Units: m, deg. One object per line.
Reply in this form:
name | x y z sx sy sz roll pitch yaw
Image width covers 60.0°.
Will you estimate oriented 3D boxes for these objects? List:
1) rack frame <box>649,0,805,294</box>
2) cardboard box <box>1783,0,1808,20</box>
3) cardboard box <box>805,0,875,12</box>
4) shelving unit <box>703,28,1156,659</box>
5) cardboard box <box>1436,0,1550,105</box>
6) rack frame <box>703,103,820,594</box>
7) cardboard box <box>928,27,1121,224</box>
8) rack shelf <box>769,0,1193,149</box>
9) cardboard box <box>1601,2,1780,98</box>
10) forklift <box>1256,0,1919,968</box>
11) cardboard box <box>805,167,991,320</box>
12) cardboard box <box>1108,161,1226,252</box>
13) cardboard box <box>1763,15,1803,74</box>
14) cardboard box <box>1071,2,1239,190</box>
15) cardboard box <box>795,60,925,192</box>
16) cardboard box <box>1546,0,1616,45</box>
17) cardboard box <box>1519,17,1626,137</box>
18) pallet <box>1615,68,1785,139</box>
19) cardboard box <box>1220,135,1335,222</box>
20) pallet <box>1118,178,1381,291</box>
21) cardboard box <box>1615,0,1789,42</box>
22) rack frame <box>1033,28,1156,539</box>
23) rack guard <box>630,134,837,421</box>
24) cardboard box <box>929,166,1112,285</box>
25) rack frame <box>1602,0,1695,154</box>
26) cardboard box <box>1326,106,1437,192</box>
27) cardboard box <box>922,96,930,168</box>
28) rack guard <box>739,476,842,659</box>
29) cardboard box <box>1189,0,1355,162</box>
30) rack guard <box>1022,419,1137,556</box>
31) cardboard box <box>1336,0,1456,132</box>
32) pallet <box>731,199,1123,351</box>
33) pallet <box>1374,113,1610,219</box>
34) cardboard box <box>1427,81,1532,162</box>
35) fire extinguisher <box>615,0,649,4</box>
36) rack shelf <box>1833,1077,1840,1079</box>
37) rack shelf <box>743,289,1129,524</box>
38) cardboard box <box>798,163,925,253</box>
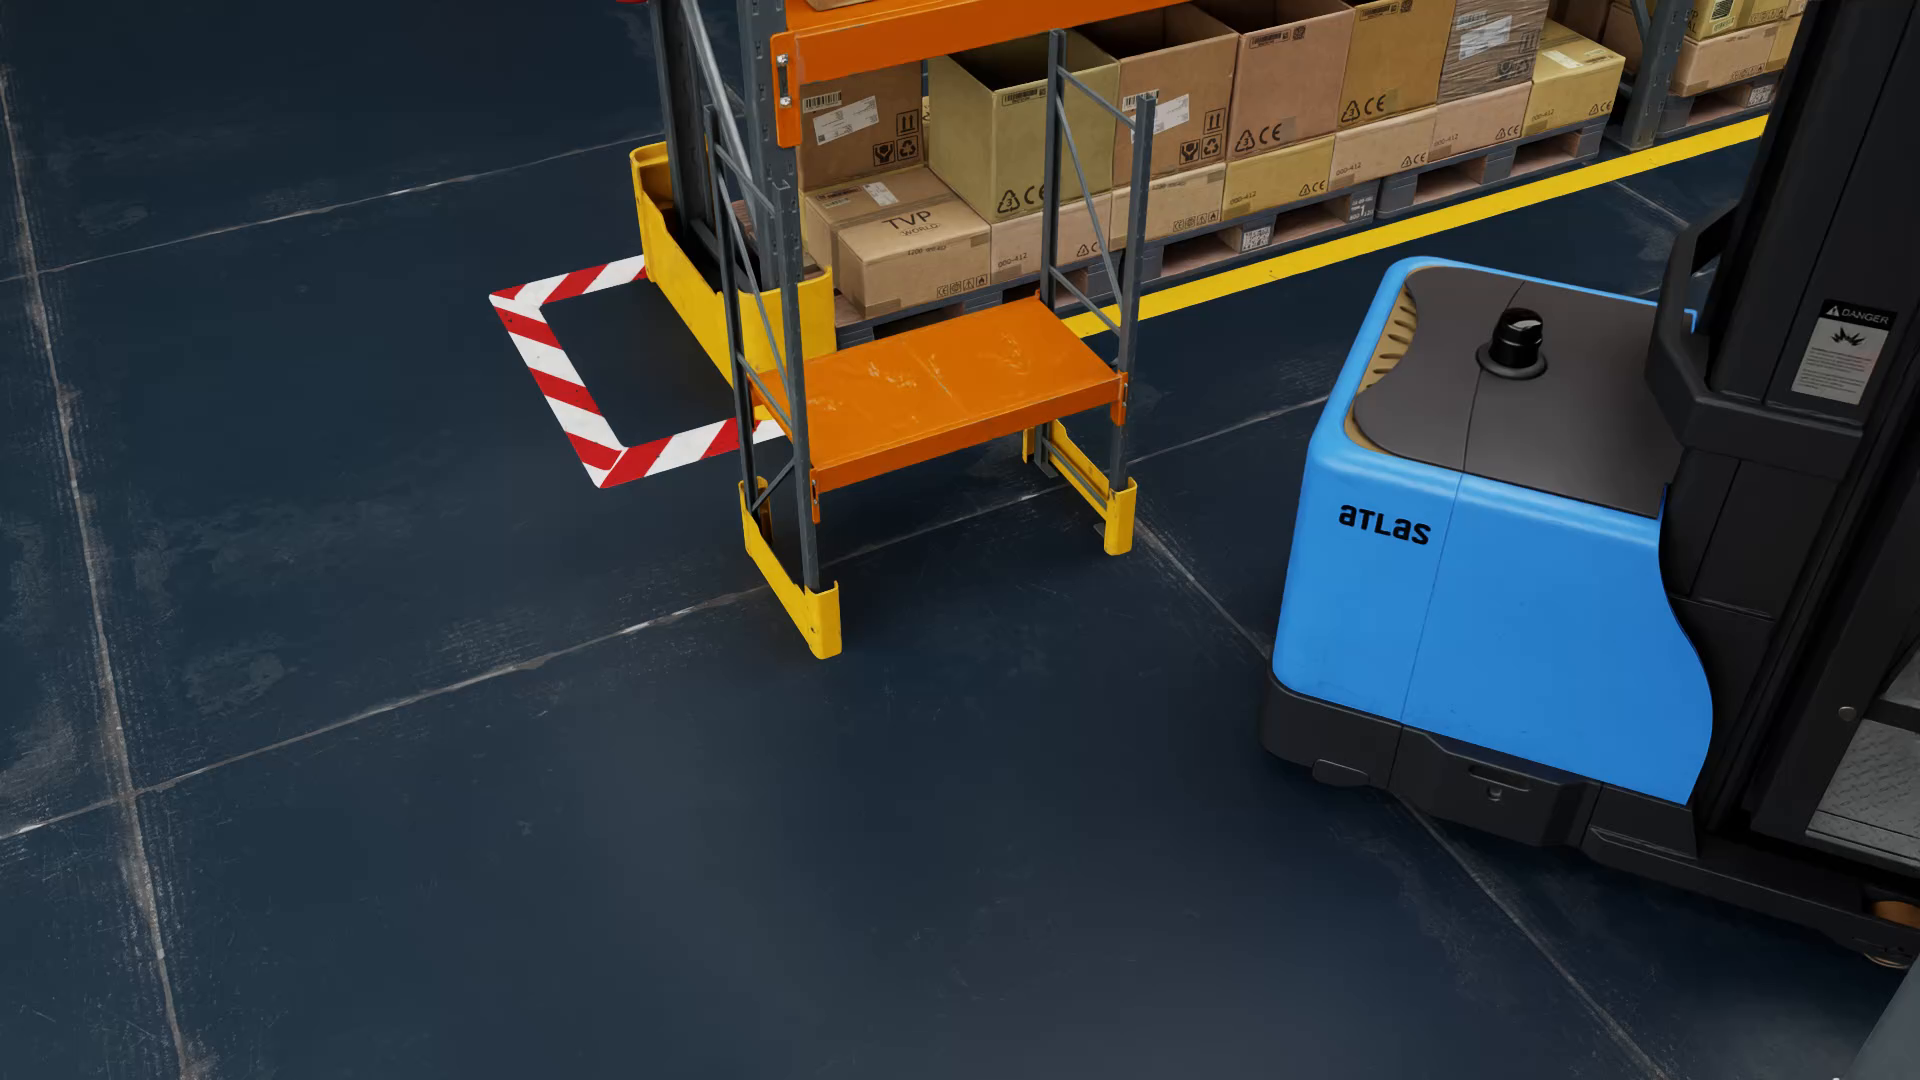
rack frame | -0.804 -1.935 5.214 0.127 3.000 1.000 -19 44 -21
cardboard box | 3.672 -2.581 7.346 0.500 0.311 0.500 -19 44 -21
cardboard box | -0.384 -2.105 5.338 0.500 0.500 0.700 -19 44 -21
shelving unit | -0.068 -0.550 4.739 1.083 1.500 0.587 -19 44 -21
cardboard box | 1.985 -2.120 6.655 0.500 0.500 0.500 -19 44 -21
rack frame | -0.527 -0.395 4.556 0.032 1.500 0.500 -19 44 -21
cardboard box | 0.217 -1.515 5.941 0.500 0.500 0.500 -19 44 -21
rack shelf | 0.970 -2.257 6.152 4.000 0.370 1.077 -19 44 -21
cardboard box | 3.216 -2.218 7.352 0.500 0.250 0.500 -20 44 -22
forklift | 2.370 -0.428 3.487 3.031 2.935 1.130 16 43 18
cardboard box | -0.225 -1.079 6.006 0.500 0.250 0.500 -19 44 -21
cardboard box | 0.660 -1.379 6.360 0.500 0.250 0.500 -19 44 -21
cardboard box | 3.670 -2.370 7.531 0.500 0.250 0.500 -18 43 -20
cardboard box | 0.655 -1.672 6.126 0.500 0.500 0.500 -19 44 -21
cardboard box | -0.465 -1.663 6.115 0.500 0.500 0.500 -19 44 -21
cardboard box | 2.978 -2.530 7.720 0.500 0.250 0.500 -19 44 -21
cardboard box | 2.434 -1.976 7.066 0.500 0.250 0.500 -19 44 -21
pallet | 3.379 -2.307 7.812 1.213 0.211 1.003 -19 44 -21
cardboard box | 1.106 -1.525 6.533 0.500 0.250 0.500 -19 44 -21
pallet | 0.936 -1.485 6.840 1.213 0.211 1.003 -19 44 -21
cardboard box | 3.226 -2.434 7.173 0.500 0.311 0.500 -18 44 -20
rack frame | 0.375 -0.699 4.915 0.032 1.500 0.500 -19 44 -21
rack guard | -0.825 -0.974 6.014 0.348 0.500 1.175 -19 44 -21
cardboard box | 0.217 -1.230 6.184 0.500 0.250 0.500 -19 44 -21
rack frame | 2.744 -3.129 6.625 0.127 3.000 1.000 -19 44 -21
cardboard box | 1.549 -1.675 6.710 0.500 0.250 0.500 -19 44 -21
cardboard box | -0.027 -1.531 6.541 0.500 0.250 0.500 -19 44 -21
rack guard | -0.509 0.076 4.967 0.087 0.250 0.587 -19 44 -21
cardboard box | 1.106 -1.811 6.290 0.500 0.500 0.500 -19 44 -21
rack guard | 0.374 -0.221 5.318 0.087 0.250 0.587 -19 44 -21
cardboard box | 1.543 -1.968 6.476 0.500 0.500 0.500 -19 44 -21
pallet | -0.145 -1.123 6.413 1.213 0.211 1.003 -19 44 -21
pallet | 2.019 -1.851 7.274 1.213 0.211 1.003 -19 44 -21
cardboard box | 1.986 -1.833 6.896 0.500 0.250 0.500 -19 44 -21
fire extinguisher | -1.123 -2.137 5.512 0.183 0.674 0.296 -19 44 -21
rack shelf | 3.255 0.582 2.798 4.000 0.370 1.077 -19 44 -21
rack shelf | -0.076 -0.410 4.852 1.000 0.185 0.538 -19 44 -21
cardboard box | -0.464 -1.375 6.356 0.500 0.250 0.500 -19 44 -21
